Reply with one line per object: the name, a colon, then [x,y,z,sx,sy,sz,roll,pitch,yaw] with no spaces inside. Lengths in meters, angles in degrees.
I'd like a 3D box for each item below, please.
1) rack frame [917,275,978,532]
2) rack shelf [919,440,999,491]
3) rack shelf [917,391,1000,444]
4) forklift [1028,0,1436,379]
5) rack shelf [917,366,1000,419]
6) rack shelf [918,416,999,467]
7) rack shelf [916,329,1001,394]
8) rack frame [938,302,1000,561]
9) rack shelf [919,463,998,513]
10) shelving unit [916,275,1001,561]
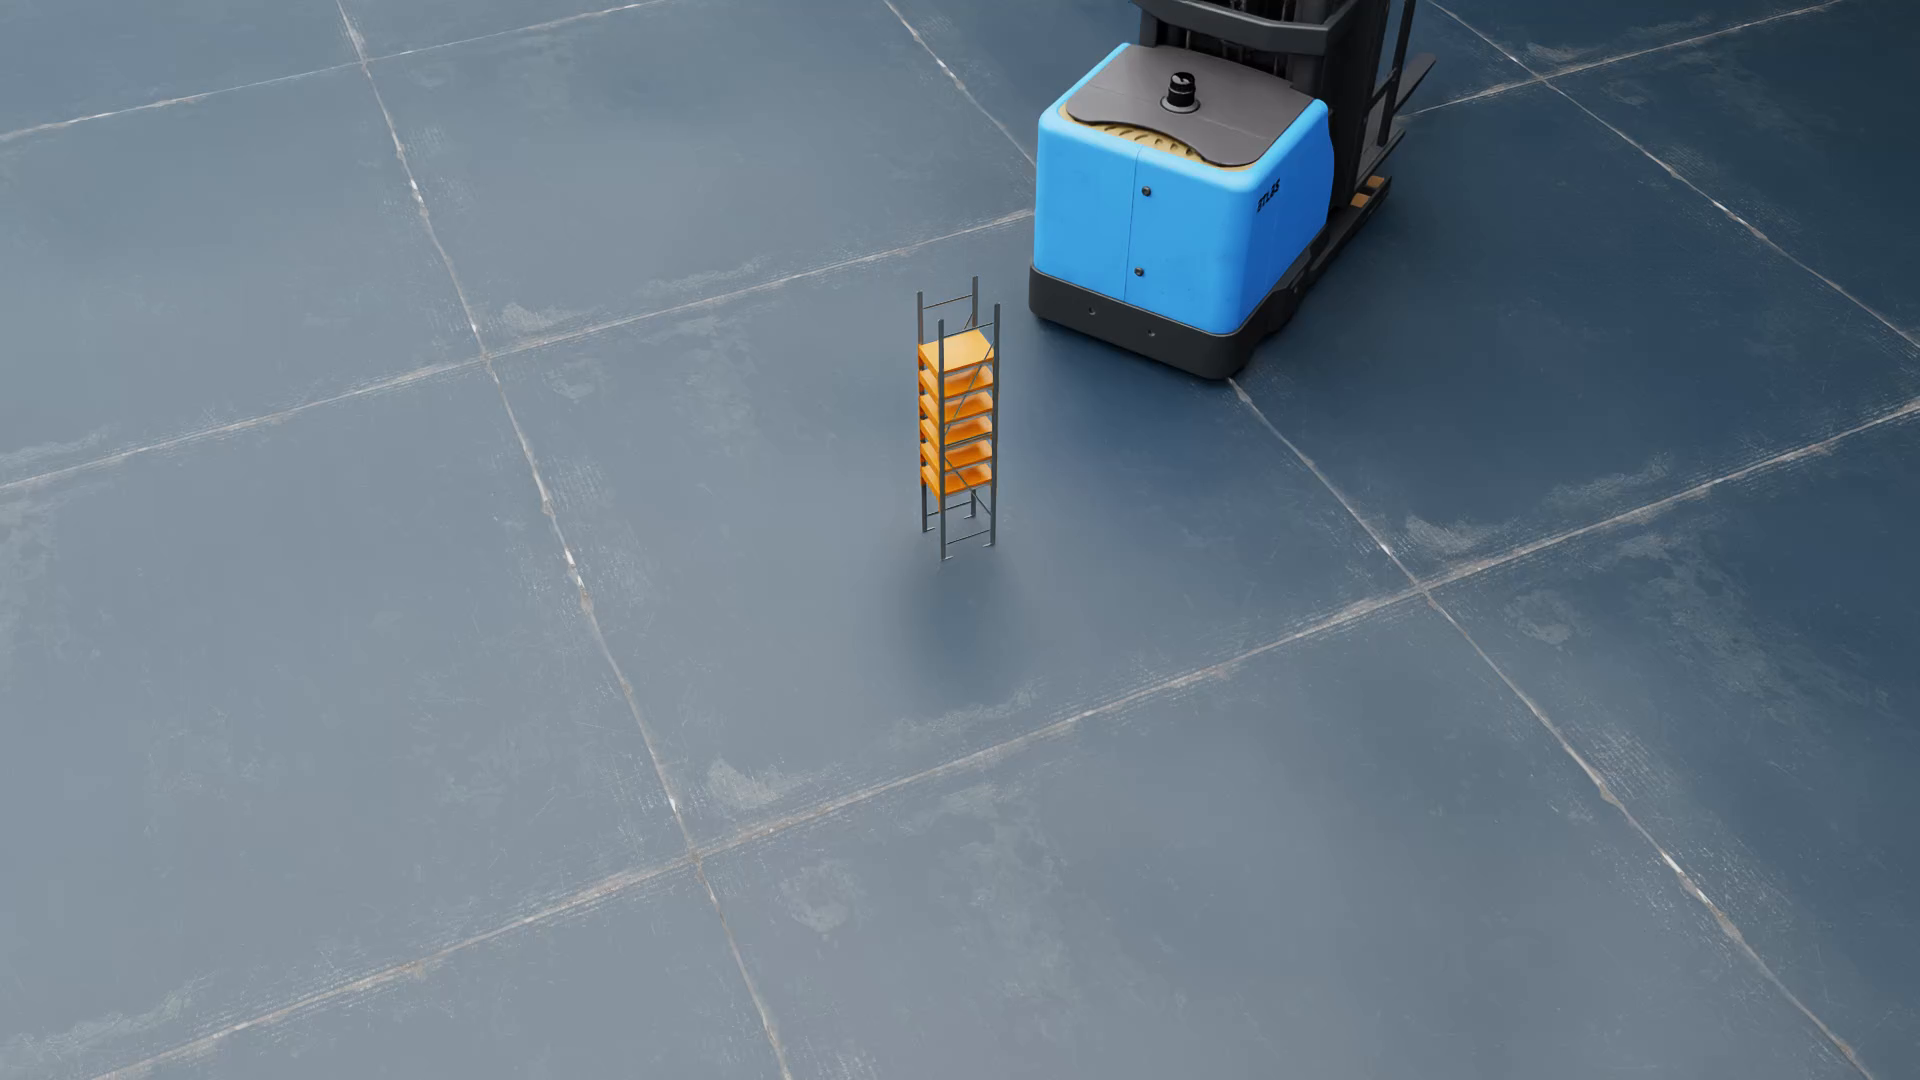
rack frame: [-0.045,-0.495,6.397,0.240,1.200,0.006,-18,47,-17]
rack shelf: [-0.006,-0.319,6.453,0.258,0.103,0.180,-18,47,-17]
rack shelf: [-0.006,-0.490,6.285,0.258,0.103,0.180,-18,47,-17]
forklift: [1.528,-2.772,7.473,1.130,2.935,3.031,24,49,22]
rack shelf: [-0.006,-0.576,6.201,0.258,0.103,0.180,-18,47,-17]
rack shelf: [-0.006,-0.405,6.369,0.258,0.103,0.180,-18,47,-17]
rack shelf: [-0.006,-0.661,6.116,0.258,0.103,0.180,-18,47,-17]
rack frame: [0.032,-0.378,6.279,0.240,1.200,0.006,-18,47,-17]
rack shelf: [-0.006,-0.234,6.538,0.258,0.103,0.180,-18,47,-17]
shelving unit: [-0.006,-0.436,6.338,0.258,1.200,0.189,-18,47,-17]
